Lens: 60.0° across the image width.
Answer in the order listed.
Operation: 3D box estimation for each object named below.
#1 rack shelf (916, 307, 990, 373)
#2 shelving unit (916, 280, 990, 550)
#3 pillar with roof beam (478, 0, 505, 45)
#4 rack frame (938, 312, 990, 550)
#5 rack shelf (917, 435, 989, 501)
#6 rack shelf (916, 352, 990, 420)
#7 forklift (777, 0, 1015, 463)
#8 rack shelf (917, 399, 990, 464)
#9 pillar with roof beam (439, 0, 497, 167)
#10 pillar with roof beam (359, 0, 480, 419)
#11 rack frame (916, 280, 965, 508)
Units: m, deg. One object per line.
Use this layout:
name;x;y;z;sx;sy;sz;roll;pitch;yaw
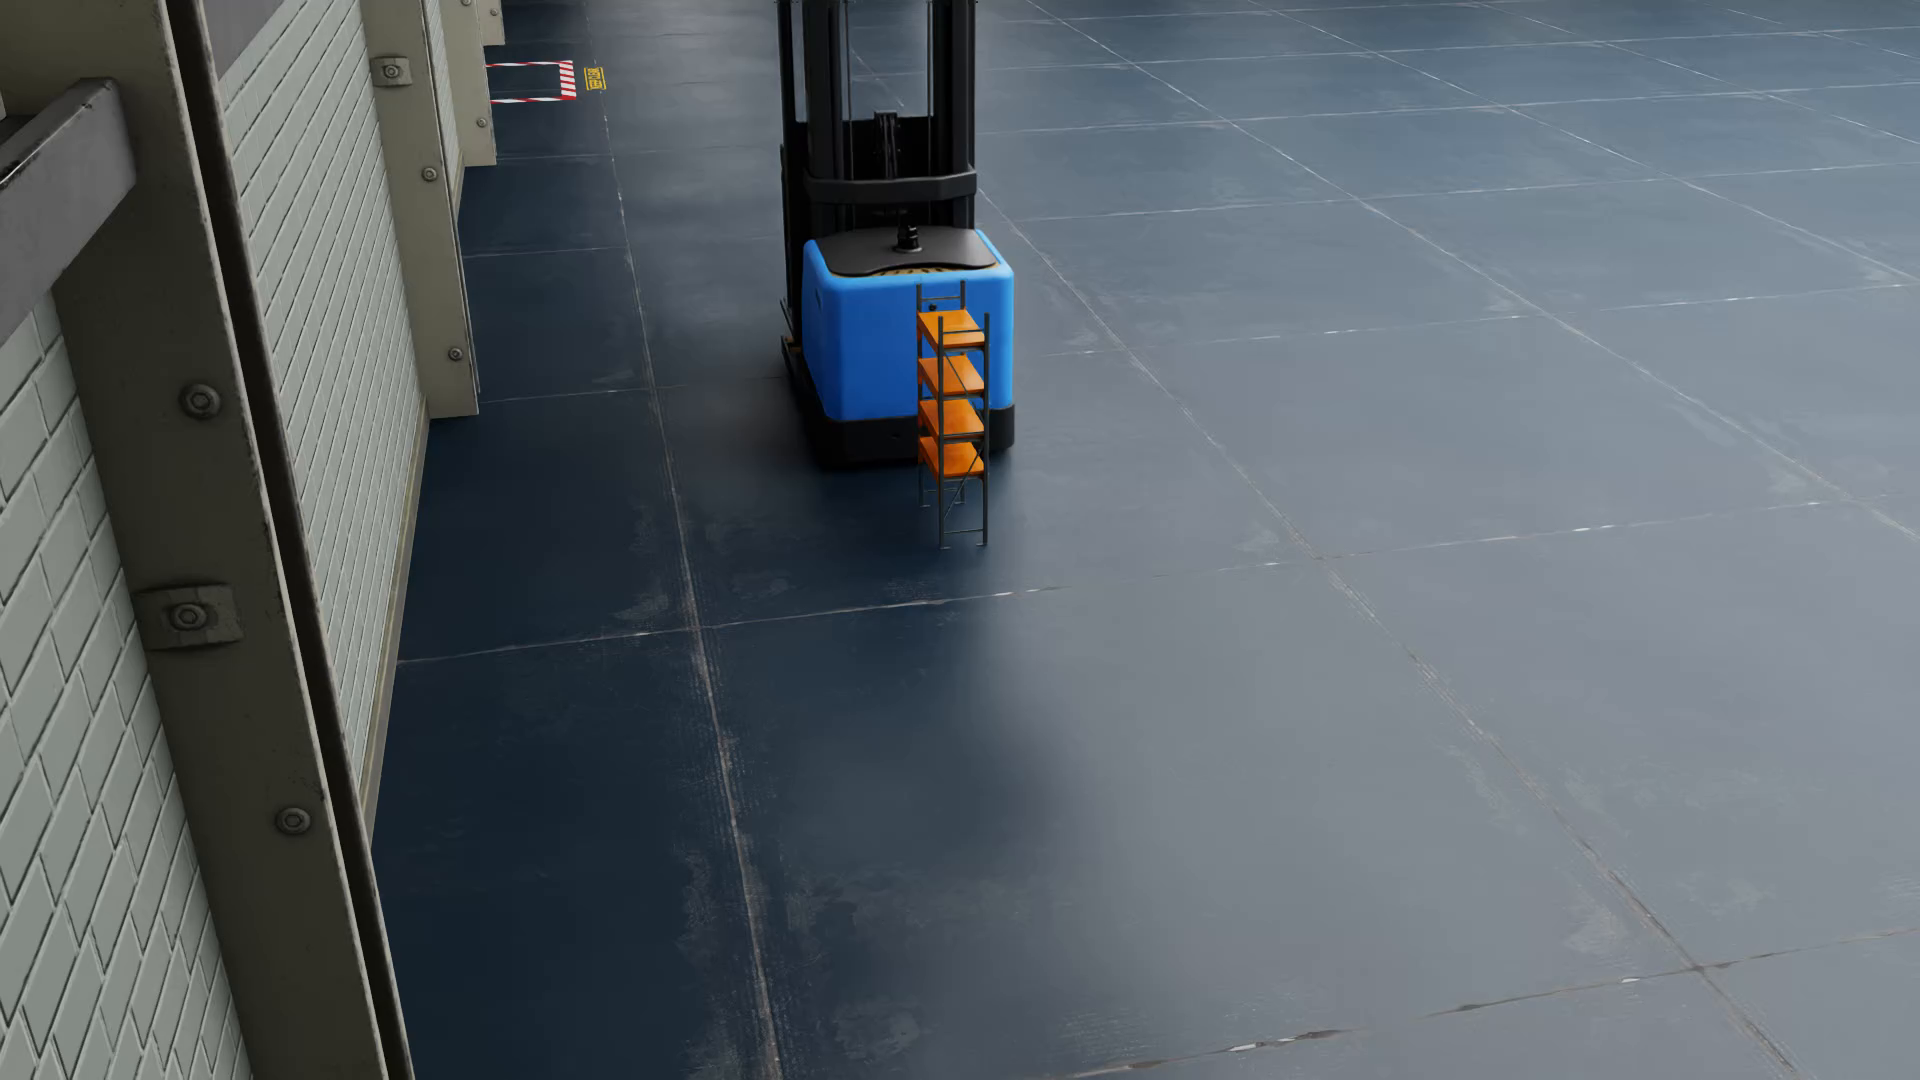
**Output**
rack shelf;-0.037;-0.959;7.947;0.258;0.148;0.480;-6;27;-12
shelving unit;-0.037;-0.608;8.124;0.258;1.200;0.503;-6;27;-12
pillar with roof beam;-1.515;-10.525;19.115;9.100;9.000;0.400;-6;27;-12
rack frame;0.018;-0.501;7.911;0.240;1.200;0.015;-6;27;-12
rack shelf;-0.037;-0.371;8.243;0.258;0.148;0.480;-6;27;-12
rack shelf;-0.037;-0.748;8.053;0.258;0.148;0.480;-6;27;-12
forklift;-0.509;-2.364;9.681;1.130;2.935;3.031;-5;27;-11
rack shelf;-0.037;-0.548;8.154;0.258;0.148;0.480;-6;27;-12
pillar with roof beam;-0.162;-7.891;13.897;9.100;9.000;0.400;-6;27;-12
pillar with roof beam;1.190;-5.257;8.678;9.100;9.000;0.400;-6;27;-12
rack frame;-0.092;-0.715;8.336;0.240;1.200;0.015;-6;27;-12
